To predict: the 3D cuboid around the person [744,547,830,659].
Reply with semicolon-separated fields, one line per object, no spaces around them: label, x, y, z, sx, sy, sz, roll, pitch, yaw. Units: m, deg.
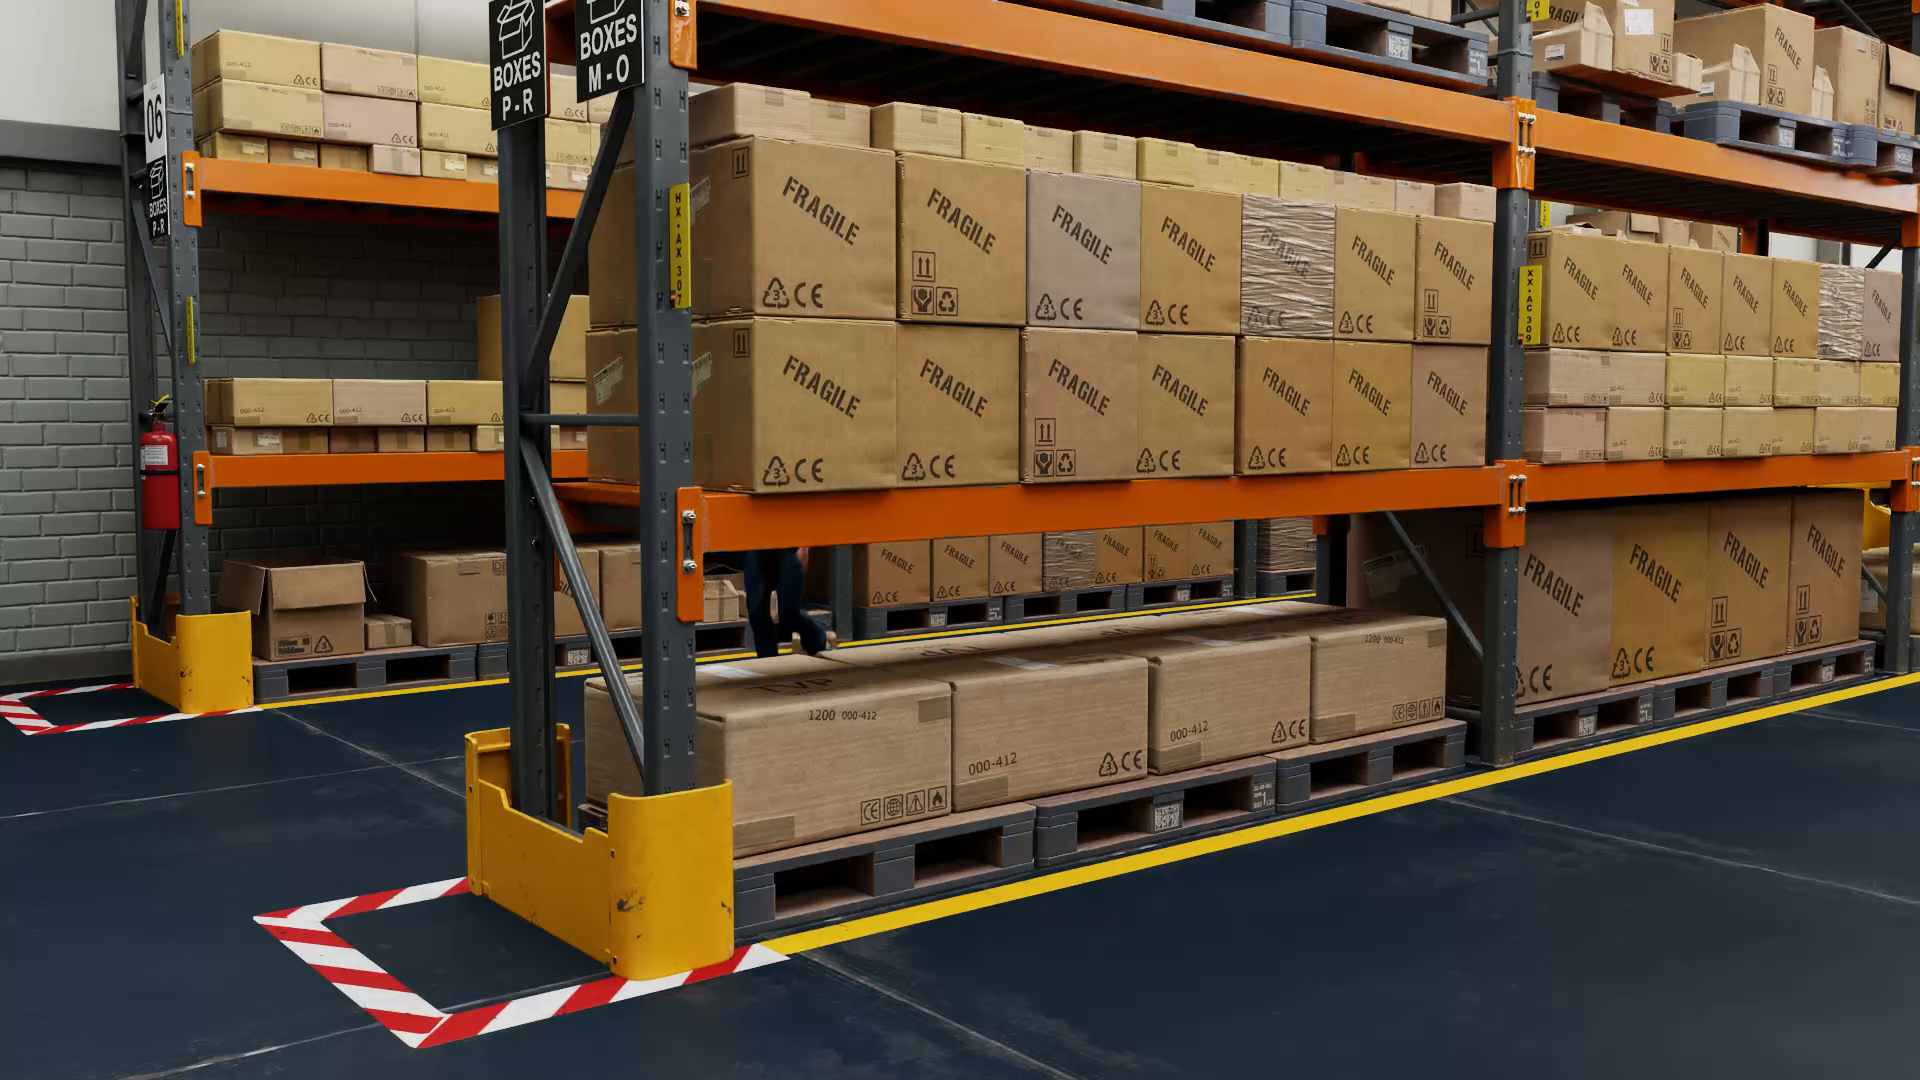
person;-0.929;0.042;8.663;0.413;1.586;0.568;2;5;26
